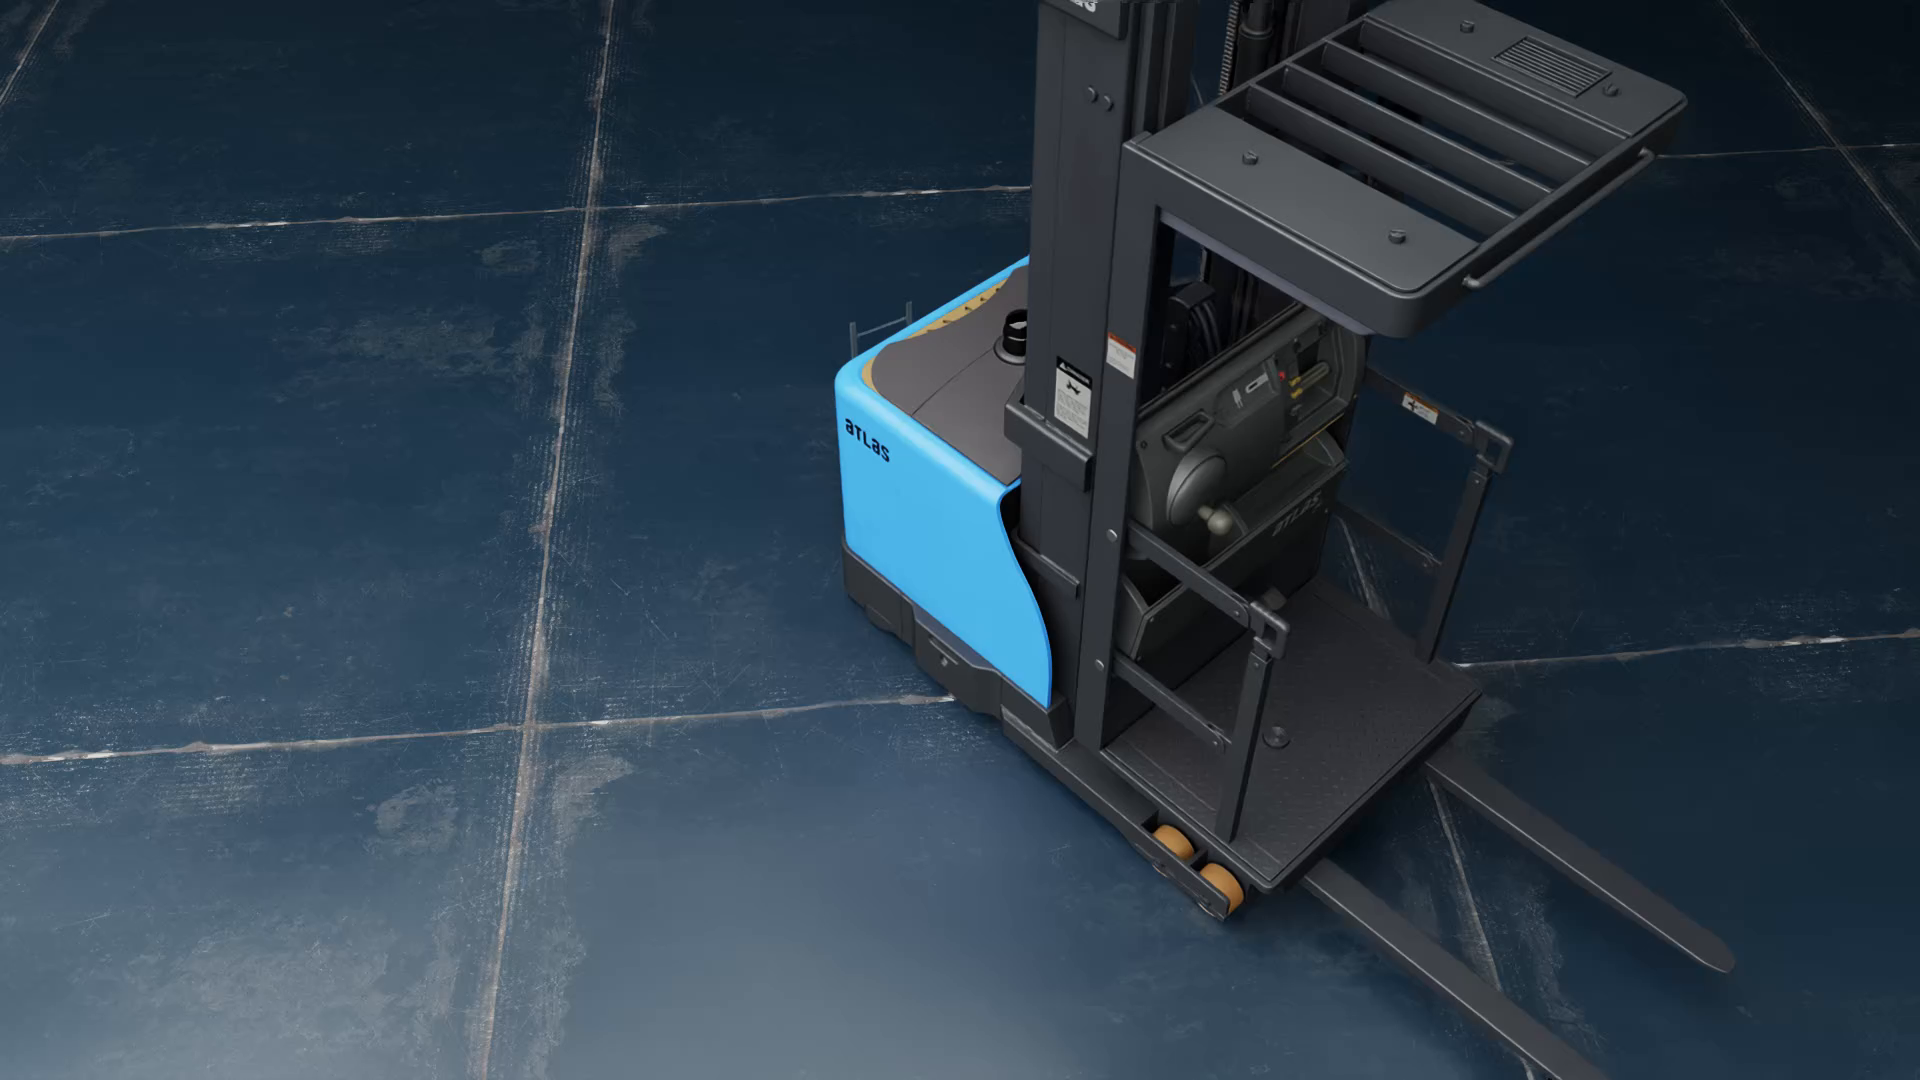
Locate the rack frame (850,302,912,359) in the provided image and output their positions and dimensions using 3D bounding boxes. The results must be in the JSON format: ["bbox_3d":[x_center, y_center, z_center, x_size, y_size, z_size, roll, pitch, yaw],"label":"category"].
[{"bbox_3d":[-0.274,-0.477,6.082,0.240,0.900,0.006,-23,51,-20],"label":"rack frame"}]

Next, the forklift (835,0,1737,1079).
[{"bbox_3d":[0.961,-0.271,4.488,1.130,2.935,3.031,-35,55,-28],"label":"forklift"}]

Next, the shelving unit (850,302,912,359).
[{"bbox_3d":[-0.223,-0.413,6.021,0.258,0.900,0.210,-23,51,-20],"label":"shelving unit"}]
